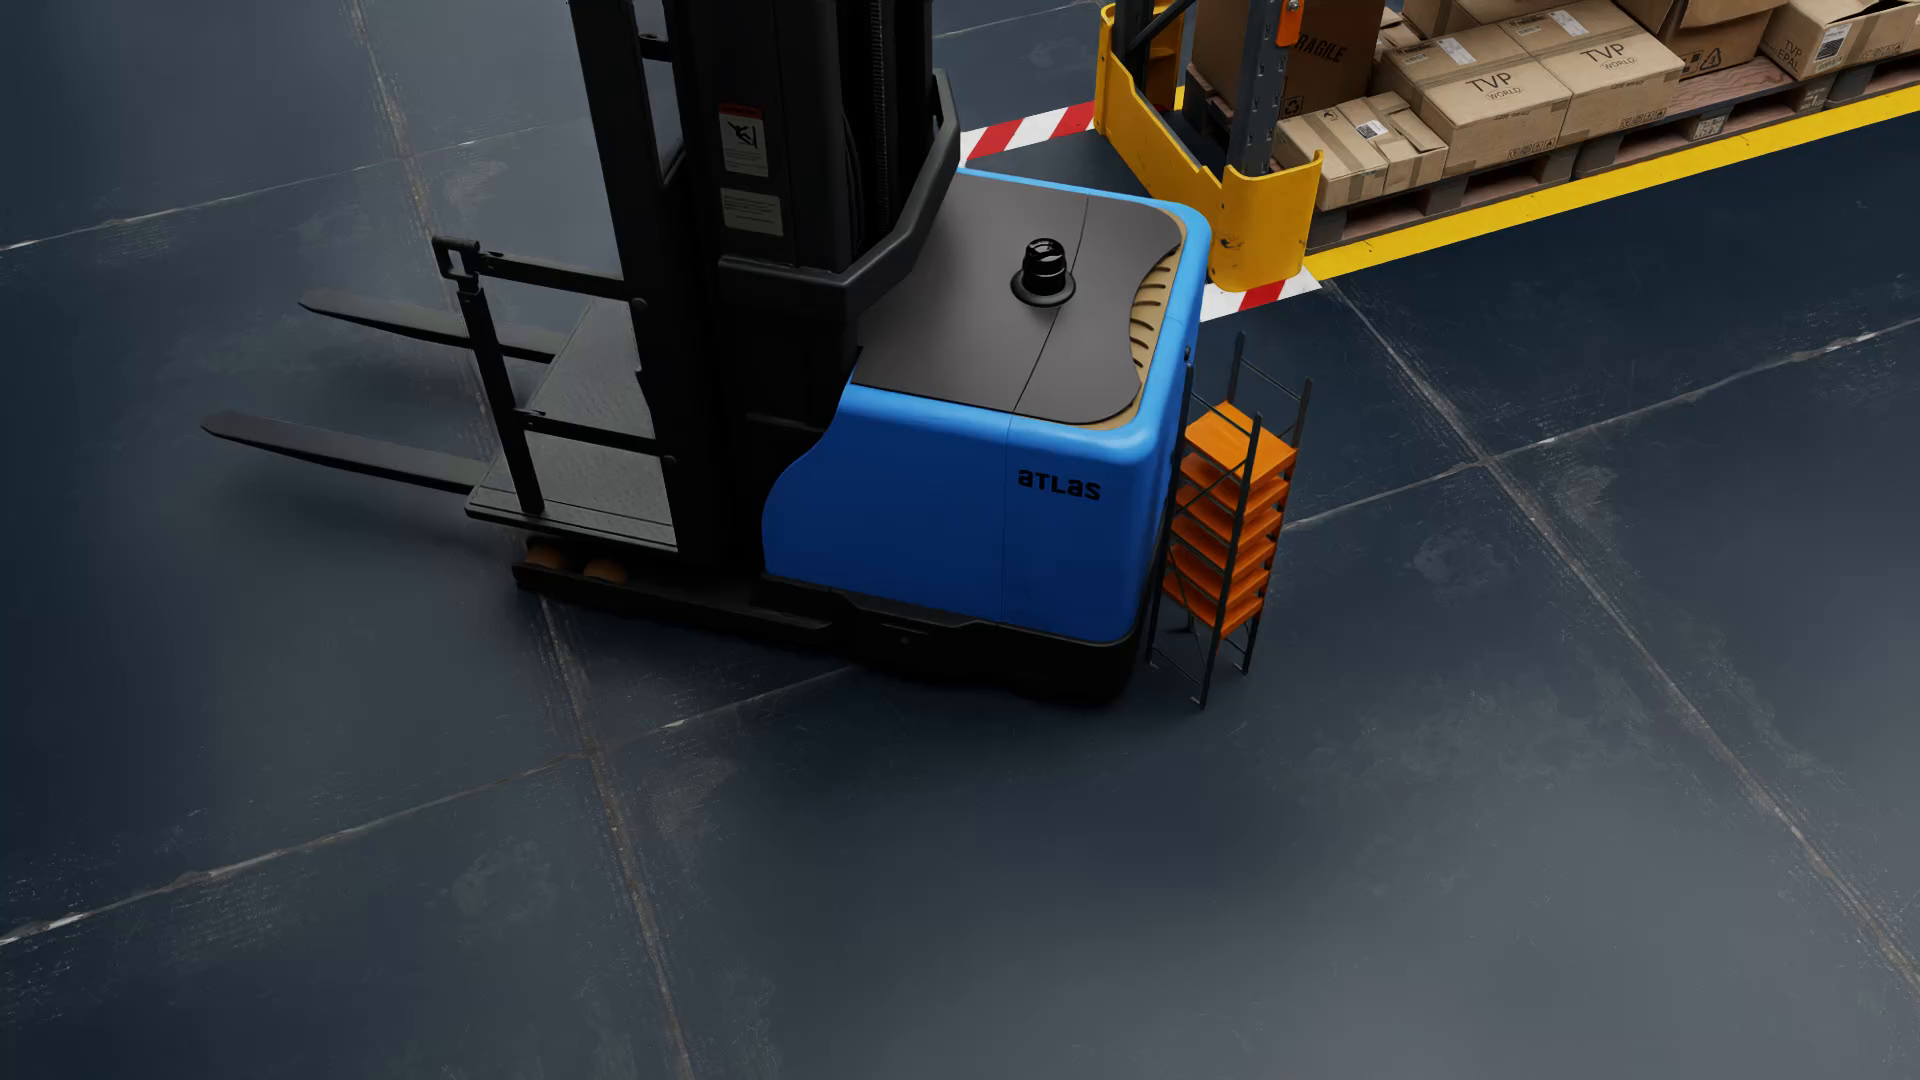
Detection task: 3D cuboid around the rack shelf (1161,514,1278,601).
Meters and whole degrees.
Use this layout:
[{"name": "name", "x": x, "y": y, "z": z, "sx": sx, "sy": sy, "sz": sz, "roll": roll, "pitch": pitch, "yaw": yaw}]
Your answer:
[{"name": "rack shelf", "x": 0.700, "y": 0.015, "z": 4.505, "sx": 0.180, "sy": 0.103, "sz": 0.258, "roll": -34, "pitch": 57, "yaw": -26}]

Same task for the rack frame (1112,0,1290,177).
[{"name": "rack frame", "x": 0.825, "y": -2.295, "z": 5.244, "sx": 0.127, "sy": 3.000, "sz": 1.000, "roll": -17, "pitch": 52, "yaw": -14}]

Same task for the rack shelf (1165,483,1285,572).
[{"name": "rack shelf", "x": 0.700, "y": -0.063, "z": 4.414, "sx": 0.180, "sy": 0.103, "sz": 0.258, "roll": -34, "pitch": 57, "yaw": -26}]

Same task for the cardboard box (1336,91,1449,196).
[{"name": "cardboard box", "x": 1.574, "y": -1.466, "z": 6.109, "sx": 0.250, "sy": 0.166, "sz": 0.380, "roll": -17, "pitch": 52, "yaw": -14}]

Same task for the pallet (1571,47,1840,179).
[{"name": "pallet", "x": 2.761, "y": -1.985, "z": 6.816, "sx": 1.213, "sy": 0.211, "sz": 1.003, "roll": -17, "pitch": 52, "yaw": -14}]

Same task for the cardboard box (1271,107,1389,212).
[{"name": "cardboard box", "x": 1.342, "y": -1.389, "z": 6.055, "sx": 0.250, "sy": 0.149, "sz": 0.380, "roll": -17, "pitch": 52, "yaw": -14}]

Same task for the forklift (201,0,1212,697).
[{"name": "forklift", "x": -0.860, "y": -1.120, "z": 4.280, "sx": 3.031, "sy": 2.935, "sz": 1.130, "roll": 11, "pitch": 50, "yaw": 10}]

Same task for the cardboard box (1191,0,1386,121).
[{"name": "cardboard box", "x": 1.235, "y": -1.953, "z": 6.308, "sx": 0.500, "sy": 0.500, "sz": 0.500, "roll": -17, "pitch": 52, "yaw": -14}]

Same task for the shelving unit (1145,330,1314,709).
[{"name": "shelving unit", "x": 0.700, "y": -0.014, "z": 4.471, "sx": 0.189, "sy": 1.200, "sz": 0.258, "roll": -34, "pitch": 57, "yaw": -26}]

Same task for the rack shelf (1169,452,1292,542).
[{"name": "rack shelf", "x": 0.700, "y": -0.142, "z": 4.323, "sx": 0.180, "sy": 0.103, "sz": 0.258, "roll": -34, "pitch": 57, "yaw": -26}]

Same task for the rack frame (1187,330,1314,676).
[{"name": "rack frame", "x": 0.768, "y": -0.060, "z": 4.511, "sx": 0.006, "sy": 1.200, "sz": 0.240, "roll": -34, "pitch": 57, "yaw": -26}]

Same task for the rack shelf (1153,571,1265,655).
[{"name": "rack shelf", "x": 0.700, "y": 0.171, "z": 4.687, "sx": 0.180, "sy": 0.103, "sz": 0.258, "roll": -34, "pitch": 57, "yaw": -26}]

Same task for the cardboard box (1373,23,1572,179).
[{"name": "cardboard box", "x": 1.898, "y": -1.643, "z": 6.206, "sx": 0.500, "sy": 0.250, "sz": 0.500, "roll": -17, "pitch": 52, "yaw": -14}]

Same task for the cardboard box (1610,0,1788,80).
[{"name": "cardboard box", "x": 2.791, "y": -2.230, "z": 6.544, "sx": 0.637, "sy": 0.503, "sz": 0.797, "roll": -17, "pitch": 52, "yaw": -14}]

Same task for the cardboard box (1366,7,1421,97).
[{"name": "cardboard box", "x": 1.644, "y": -1.898, "z": 6.480, "sx": 0.250, "sy": 0.166, "sz": 0.380, "roll": -17, "pitch": 52, "yaw": -14}]

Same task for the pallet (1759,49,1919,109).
[{"name": "pallet", "x": 3.892, "y": -2.338, "z": 7.119, "sx": 1.213, "sy": 0.211, "sz": 1.003, "roll": -17, "pitch": 52, "yaw": -14}]

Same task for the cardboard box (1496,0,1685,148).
[{"name": "cardboard box", "x": 2.361, "y": -1.787, "z": 6.329, "sx": 0.500, "sy": 0.250, "sz": 0.500, "roll": -17, "pitch": 52, "yaw": -14}]

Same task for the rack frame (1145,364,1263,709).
[{"name": "rack frame", "x": 0.632, "y": 0.032, "z": 4.431, "sx": 0.006, "sy": 1.200, "sz": 0.240, "roll": -34, "pitch": 57, "yaw": -26}]

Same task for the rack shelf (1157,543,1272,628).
[{"name": "rack shelf", "x": 0.700, "y": 0.093, "z": 4.596, "sx": 0.180, "sy": 0.103, "sz": 0.258, "roll": -34, "pitch": 57, "yaw": -26}]

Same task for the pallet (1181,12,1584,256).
[{"name": "pallet", "x": 1.633, "y": -1.638, "z": 6.518, "sx": 1.213, "sy": 0.211, "sz": 1.003, "roll": -17, "pitch": 52, "yaw": -14}]

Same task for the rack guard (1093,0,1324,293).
[{"name": "rack guard", "x": 0.895, "y": -1.503, "z": 6.211, "sx": 0.348, "sy": 0.500, "sz": 1.175, "roll": -17, "pitch": 52, "yaw": -14}]

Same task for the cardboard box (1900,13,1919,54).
[{"name": "cardboard box", "x": 3.783, "y": -2.145, "z": 6.704, "sx": 0.250, "sy": 0.149, "sz": 0.380, "roll": -17, "pitch": 52, "yaw": -14}]

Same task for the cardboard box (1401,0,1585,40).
[{"name": "cardboard box", "x": 2.126, "y": -2.123, "z": 6.619, "sx": 0.500, "sy": 0.250, "sz": 0.500, "roll": -17, "pitch": 52, "yaw": -14}]

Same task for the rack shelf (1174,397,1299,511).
[{"name": "rack shelf", "x": 0.701, "y": -0.220, "z": 4.232, "sx": 0.180, "sy": 0.103, "sz": 0.258, "roll": -34, "pitch": 57, "yaw": -26}]

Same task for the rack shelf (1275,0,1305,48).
[{"name": "rack shelf", "x": 2.676, "y": -2.635, "z": 6.010, "sx": 4.000, "sy": 0.370, "sz": 1.077, "roll": -17, "pitch": 52, "yaw": -14}]

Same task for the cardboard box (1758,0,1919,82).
[{"name": "cardboard box", "x": 3.413, "y": -2.132, "z": 6.586, "sx": 0.500, "sy": 0.311, "sz": 0.500, "roll": -17, "pitch": 52, "yaw": -14}]
